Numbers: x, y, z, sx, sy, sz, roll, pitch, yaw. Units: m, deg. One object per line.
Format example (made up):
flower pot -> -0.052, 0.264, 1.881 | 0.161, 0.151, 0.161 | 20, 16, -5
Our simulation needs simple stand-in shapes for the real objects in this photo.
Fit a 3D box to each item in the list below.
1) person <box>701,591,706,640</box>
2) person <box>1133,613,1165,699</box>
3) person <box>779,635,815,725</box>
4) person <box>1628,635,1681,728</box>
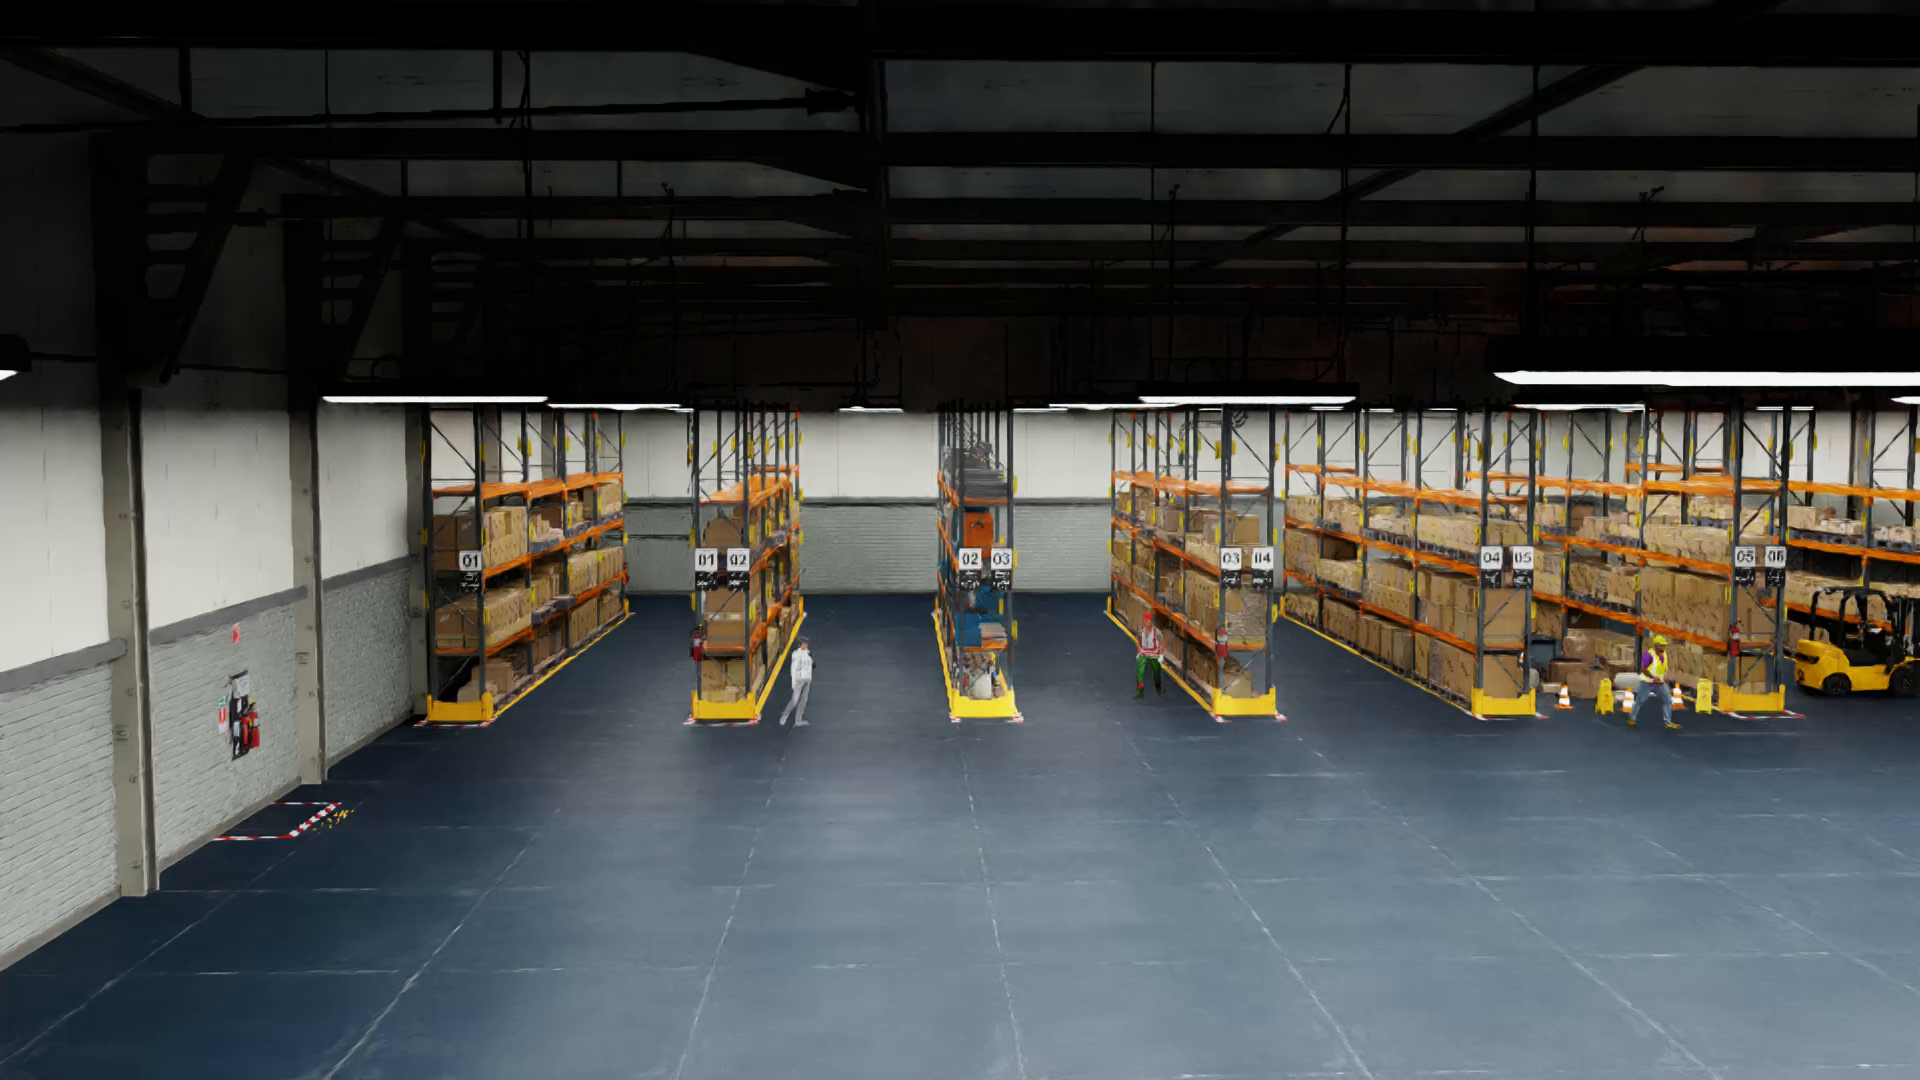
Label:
person -> -6.361, 1.766, 41.540 | 0.497, 1.583, 1.090 | 0, 4, 0
person -> 3.821, 2.321, 33.508 | 0.598, 1.735, 0.988 | 1, 5, 19
person -> -2.997, 2.576, 30.494 | 0.496, 1.660, 0.649 | 3, 6, 38
person -> 12.625, 2.568, 30.310 | 0.708, 1.703, 0.842 | -2, 5, -19
